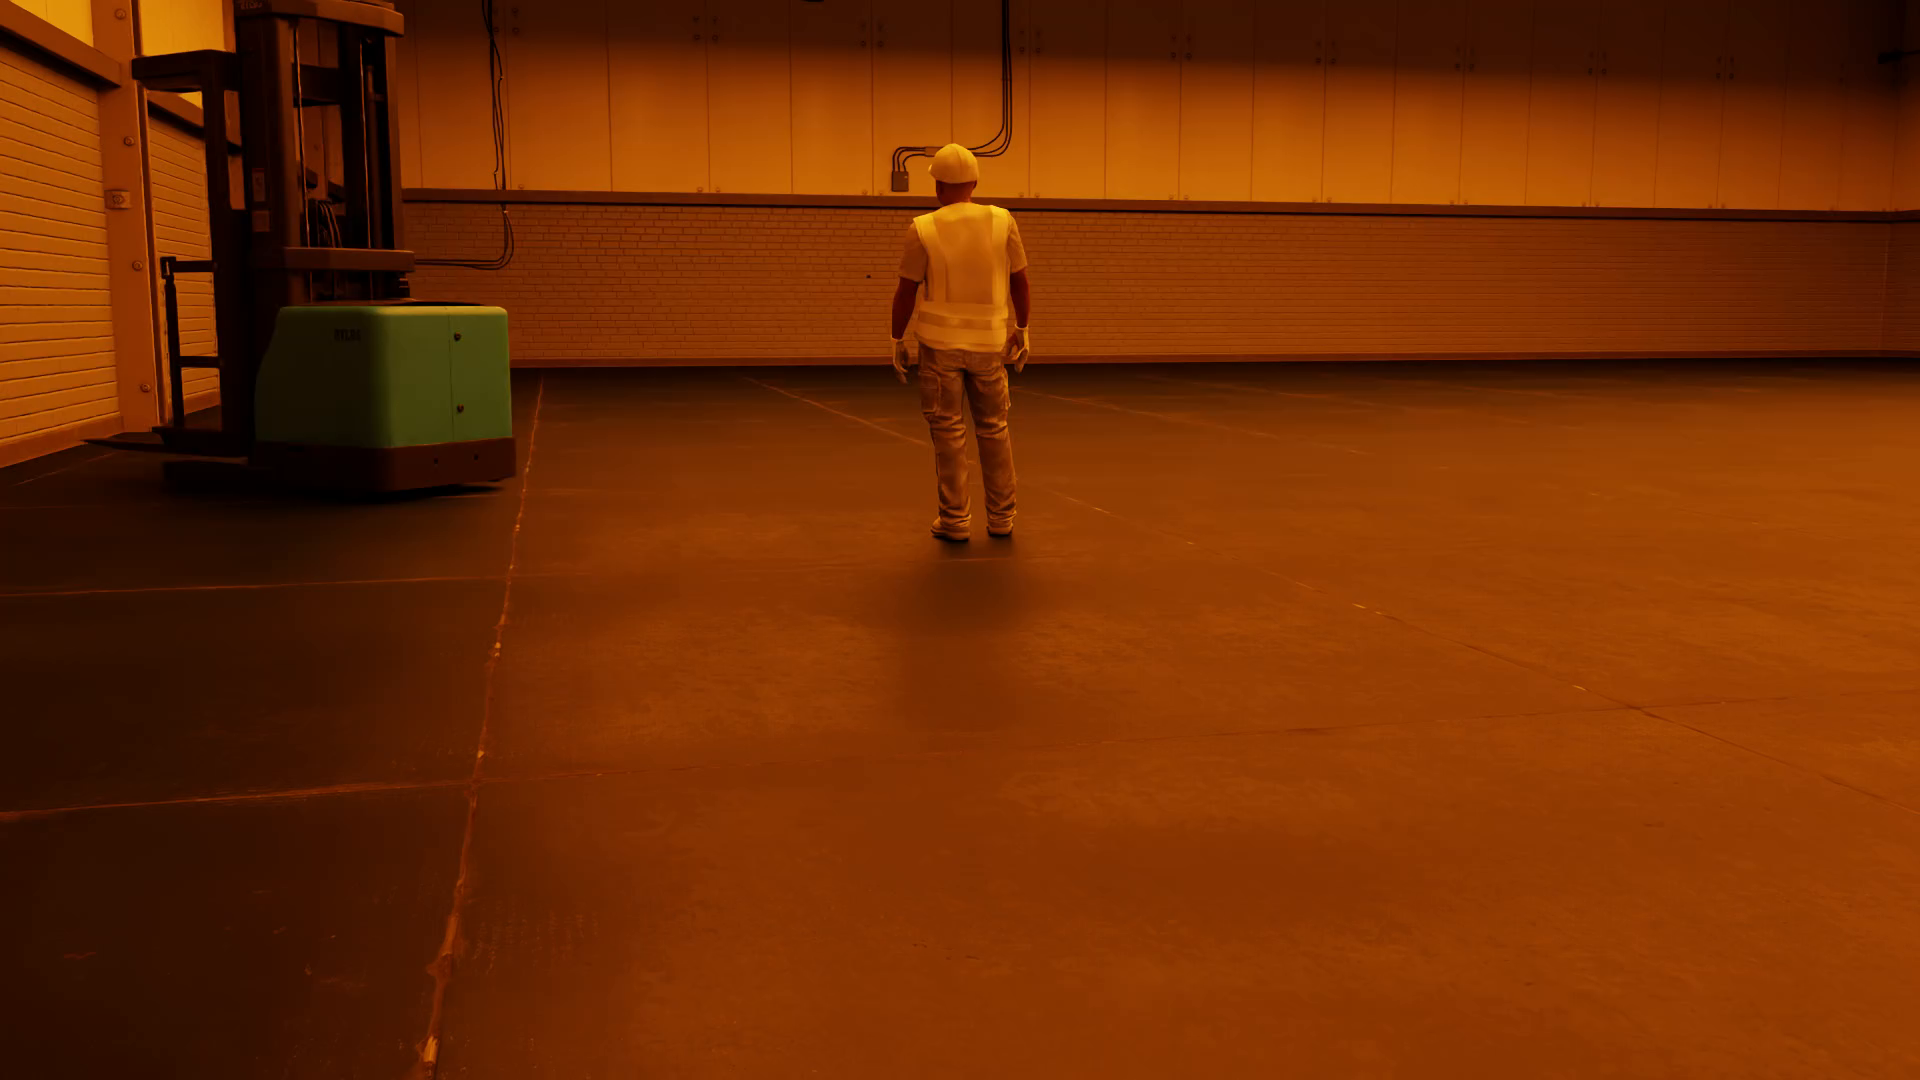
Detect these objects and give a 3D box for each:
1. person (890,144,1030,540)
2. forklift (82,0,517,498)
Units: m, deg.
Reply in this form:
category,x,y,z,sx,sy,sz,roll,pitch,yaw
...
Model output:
category,x,y,z,sx,sy,sz,roll,pitch,yaw
person,-0.008,-0.900,7.653,0.656,1.782,0.577,-2,8,-13
forklift,-4.166,-1.805,10.030,3.031,2.935,1.130,5,9,30
